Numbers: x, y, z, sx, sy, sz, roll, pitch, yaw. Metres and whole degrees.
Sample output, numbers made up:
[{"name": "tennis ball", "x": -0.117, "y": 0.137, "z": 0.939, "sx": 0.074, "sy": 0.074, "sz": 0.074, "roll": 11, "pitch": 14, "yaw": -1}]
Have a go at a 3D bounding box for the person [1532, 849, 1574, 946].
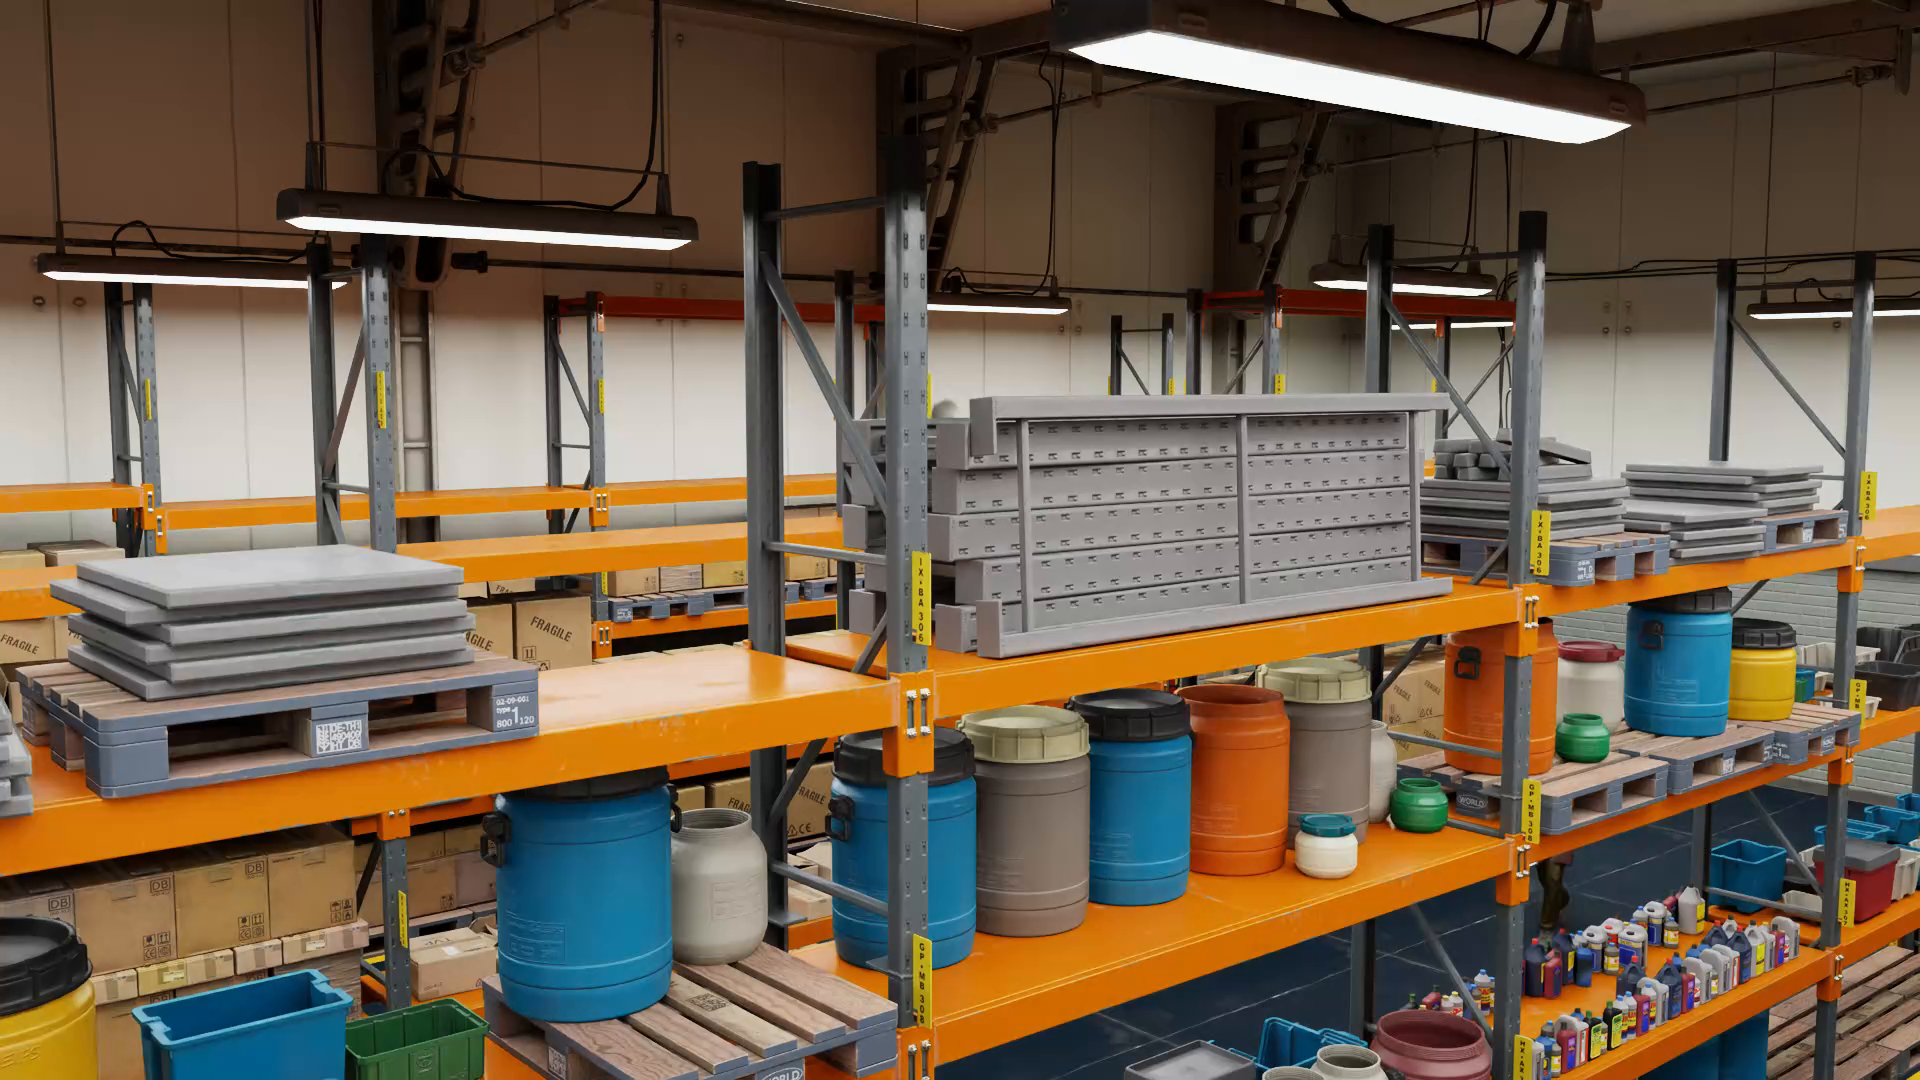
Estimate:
[{"name": "person", "x": 5.475, "y": 2.799, "z": 15.473, "sx": 0.745, "sy": 1.837, "sz": 0.923, "roll": 4, "pitch": 7, "yaw": 35}]
